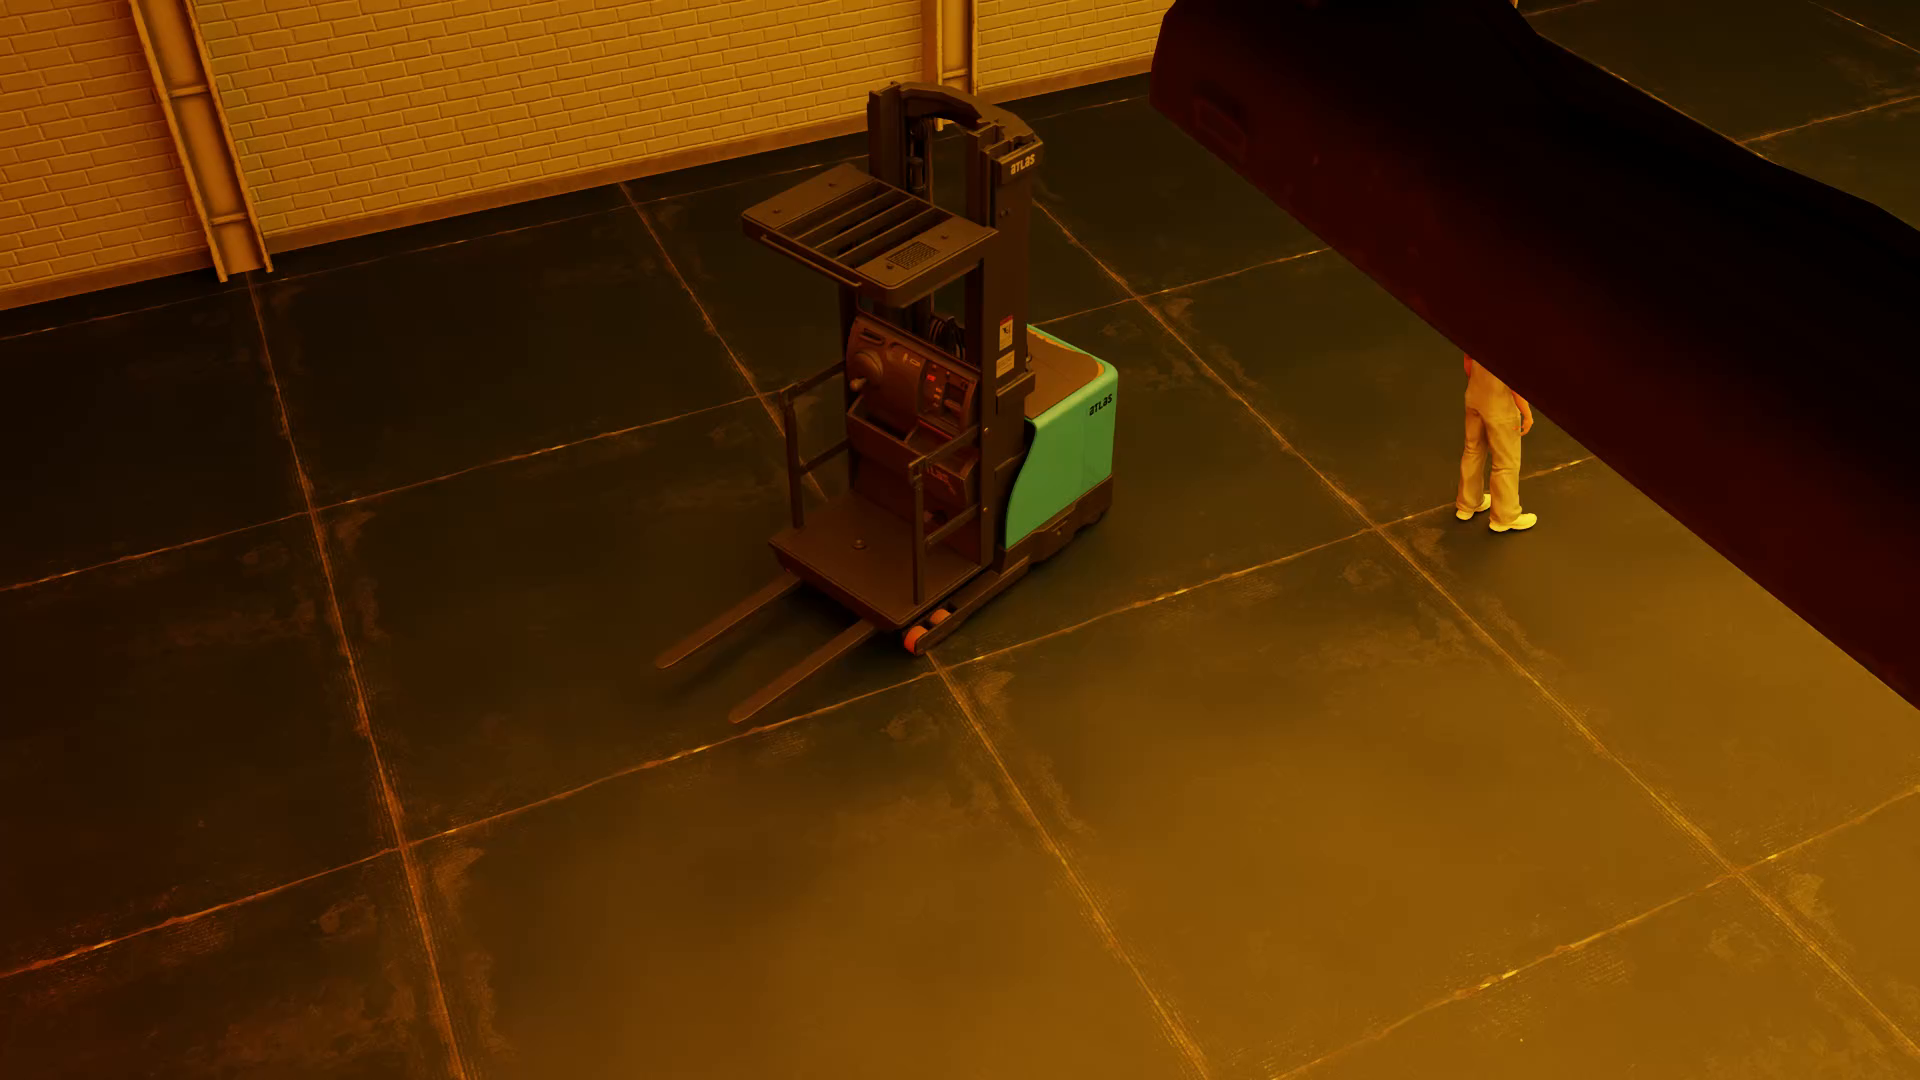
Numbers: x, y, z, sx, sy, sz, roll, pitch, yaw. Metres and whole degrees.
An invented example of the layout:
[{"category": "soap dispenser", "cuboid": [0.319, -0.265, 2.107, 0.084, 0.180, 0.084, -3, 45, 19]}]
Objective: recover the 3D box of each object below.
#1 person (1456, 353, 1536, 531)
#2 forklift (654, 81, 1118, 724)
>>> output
[{"category": "person", "cuboid": [3.252, -0.815, 9.961, 0.549, 1.675, 0.550, -17, 43, -20]}, {"category": "forklift", "cuboid": [-0.413, -0.839, 9.021, 1.130, 2.935, 3.031, 31, 49, 31]}]
